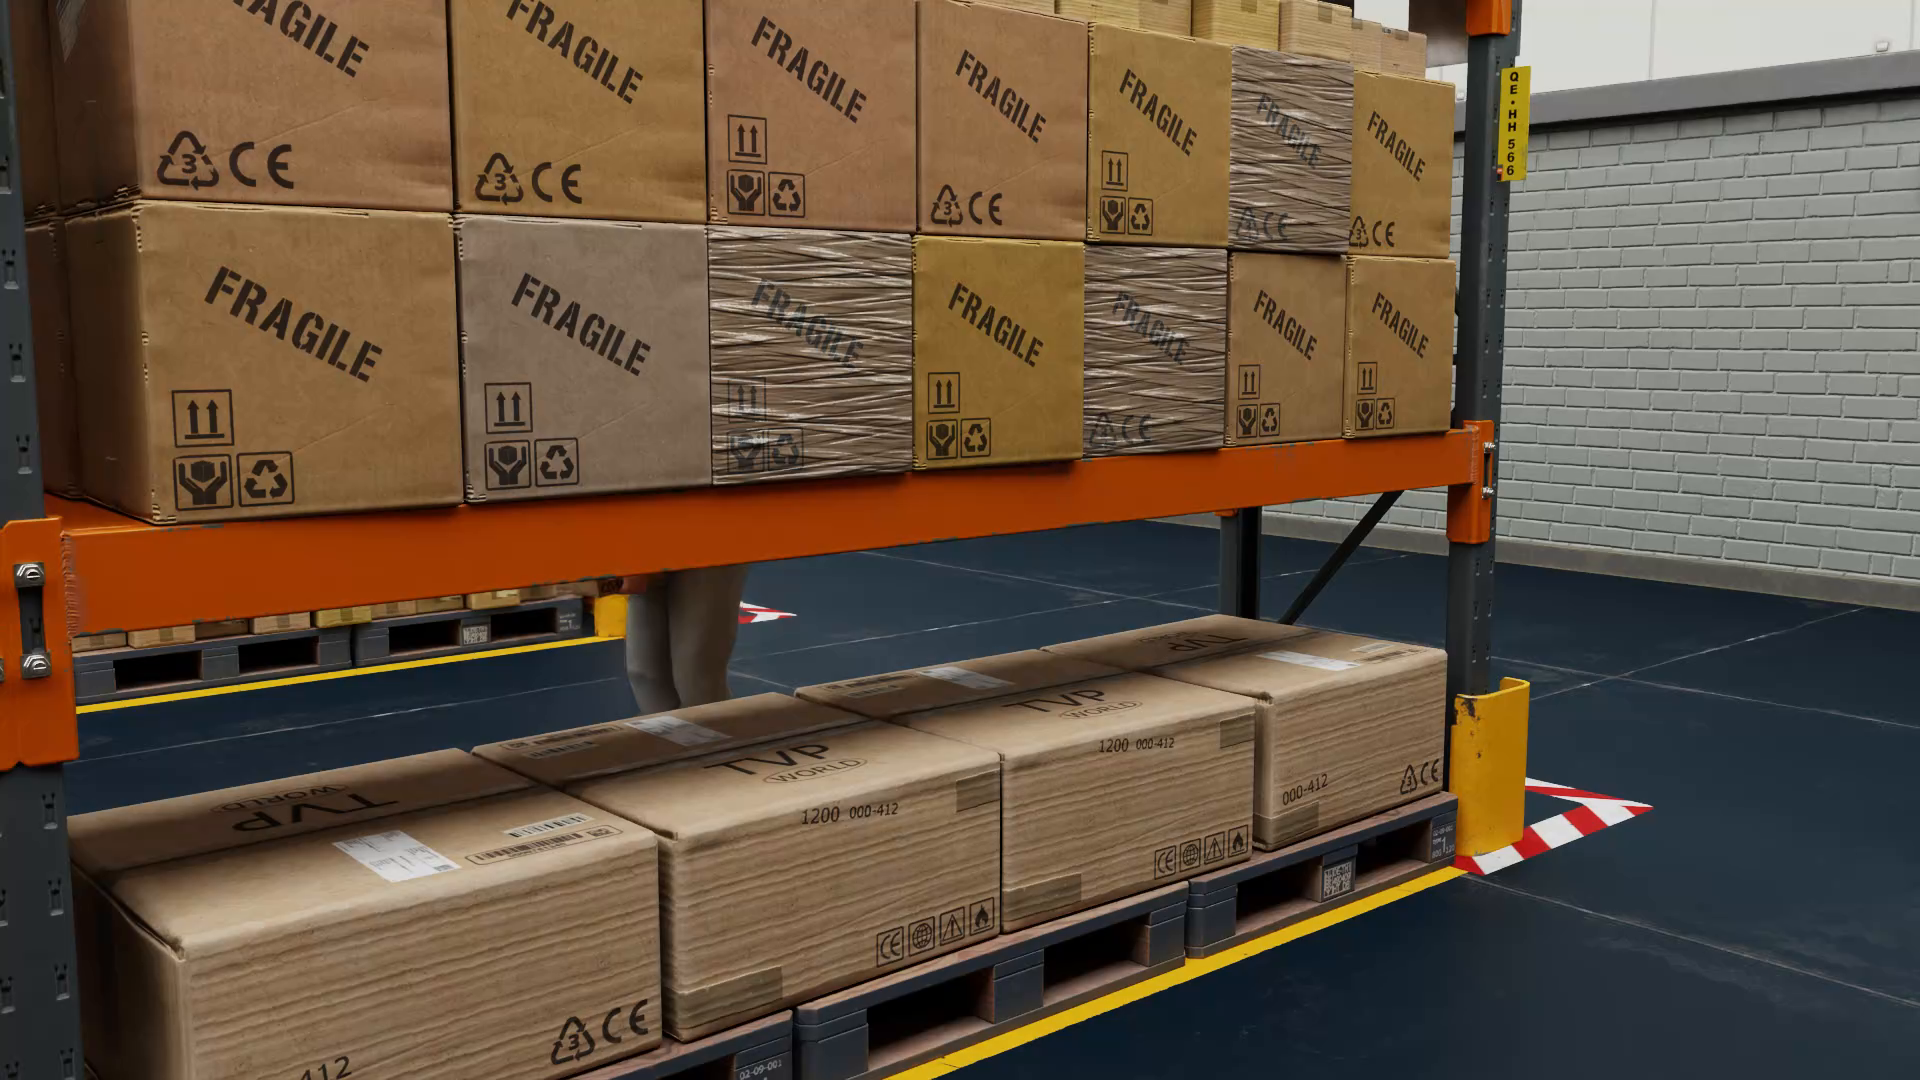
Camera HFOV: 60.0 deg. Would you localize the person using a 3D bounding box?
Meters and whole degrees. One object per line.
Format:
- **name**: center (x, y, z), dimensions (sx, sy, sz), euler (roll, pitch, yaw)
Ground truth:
- **person**: center (-0.941, 0.060, 5.313), dimensions (0.589, 1.753, 0.486), euler (-7, 10, -42)
